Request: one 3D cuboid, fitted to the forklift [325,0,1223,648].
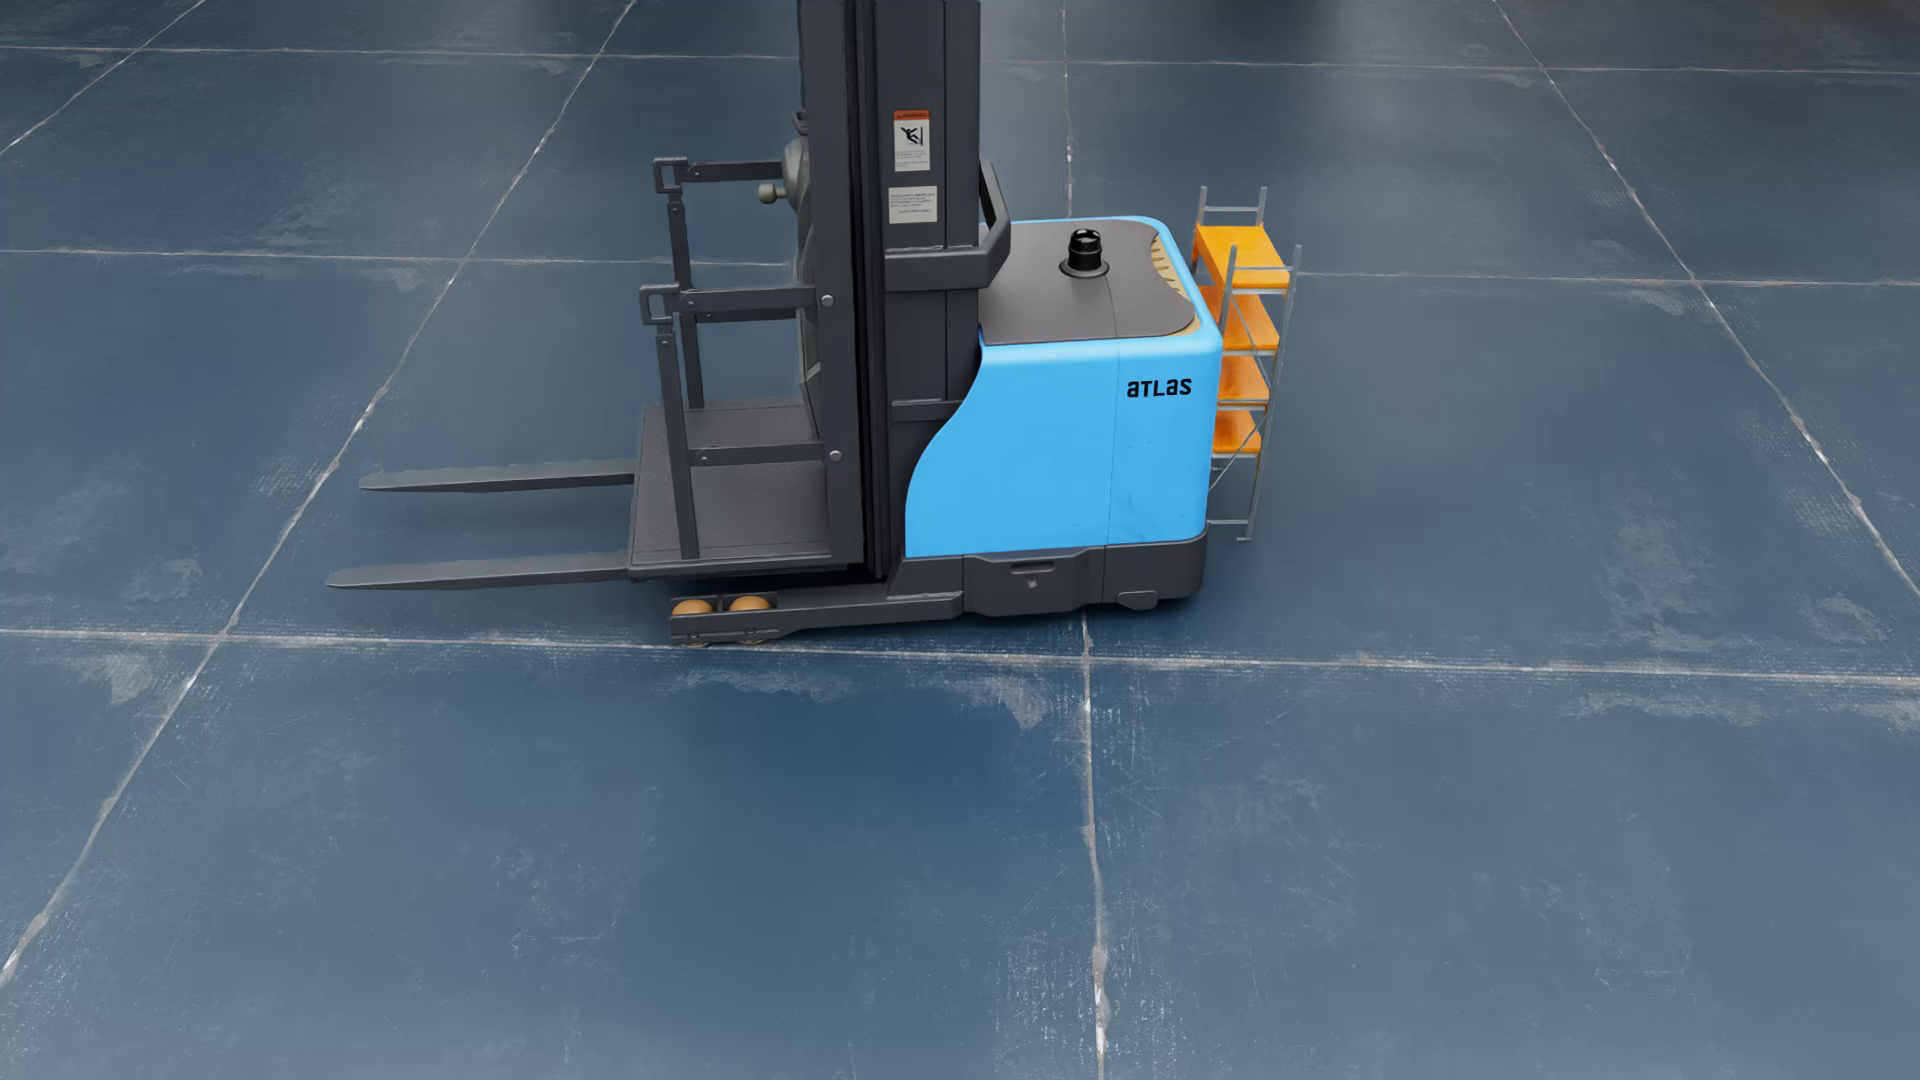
[{"bbox_3d":[-0.689,-1.149,5.335,3.031,2.935,1.130,-4,35,-5],"label":"forklift"}]

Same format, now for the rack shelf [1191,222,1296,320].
[{"bbox_3d":[0.994,-0.953,5.870,0.258,0.148,0.480,-1,35,-5],"label":"rack shelf"}]

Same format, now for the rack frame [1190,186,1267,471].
[{"bbox_3d":[0.956,-0.771,6.293,0.240,1.200,0.015,-1,35,-5],"label":"rack frame"}]

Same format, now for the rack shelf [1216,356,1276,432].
[{"bbox_3d":[0.974,-0.576,6.133,0.258,0.148,0.480,-1,35,-5],"label":"rack shelf"}]

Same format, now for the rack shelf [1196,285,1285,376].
[{"bbox_3d":[0.983,-0.759,6.005,0.258,0.148,0.480,-1,35,-5],"label":"rack shelf"}]

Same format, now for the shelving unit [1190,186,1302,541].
[{"bbox_3d":[0.977,-0.631,6.094,0.258,1.200,0.503,-1,35,-5],"label":"shelving unit"}]

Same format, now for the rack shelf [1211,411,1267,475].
[{"bbox_3d":[0.965,-0.413,6.246,0.258,0.148,0.480,-1,35,-5],"label":"rack shelf"}]

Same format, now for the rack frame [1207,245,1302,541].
[{"bbox_3d":[0.998,-0.491,5.895,0.240,1.200,0.015,-1,35,-5],"label":"rack frame"}]
